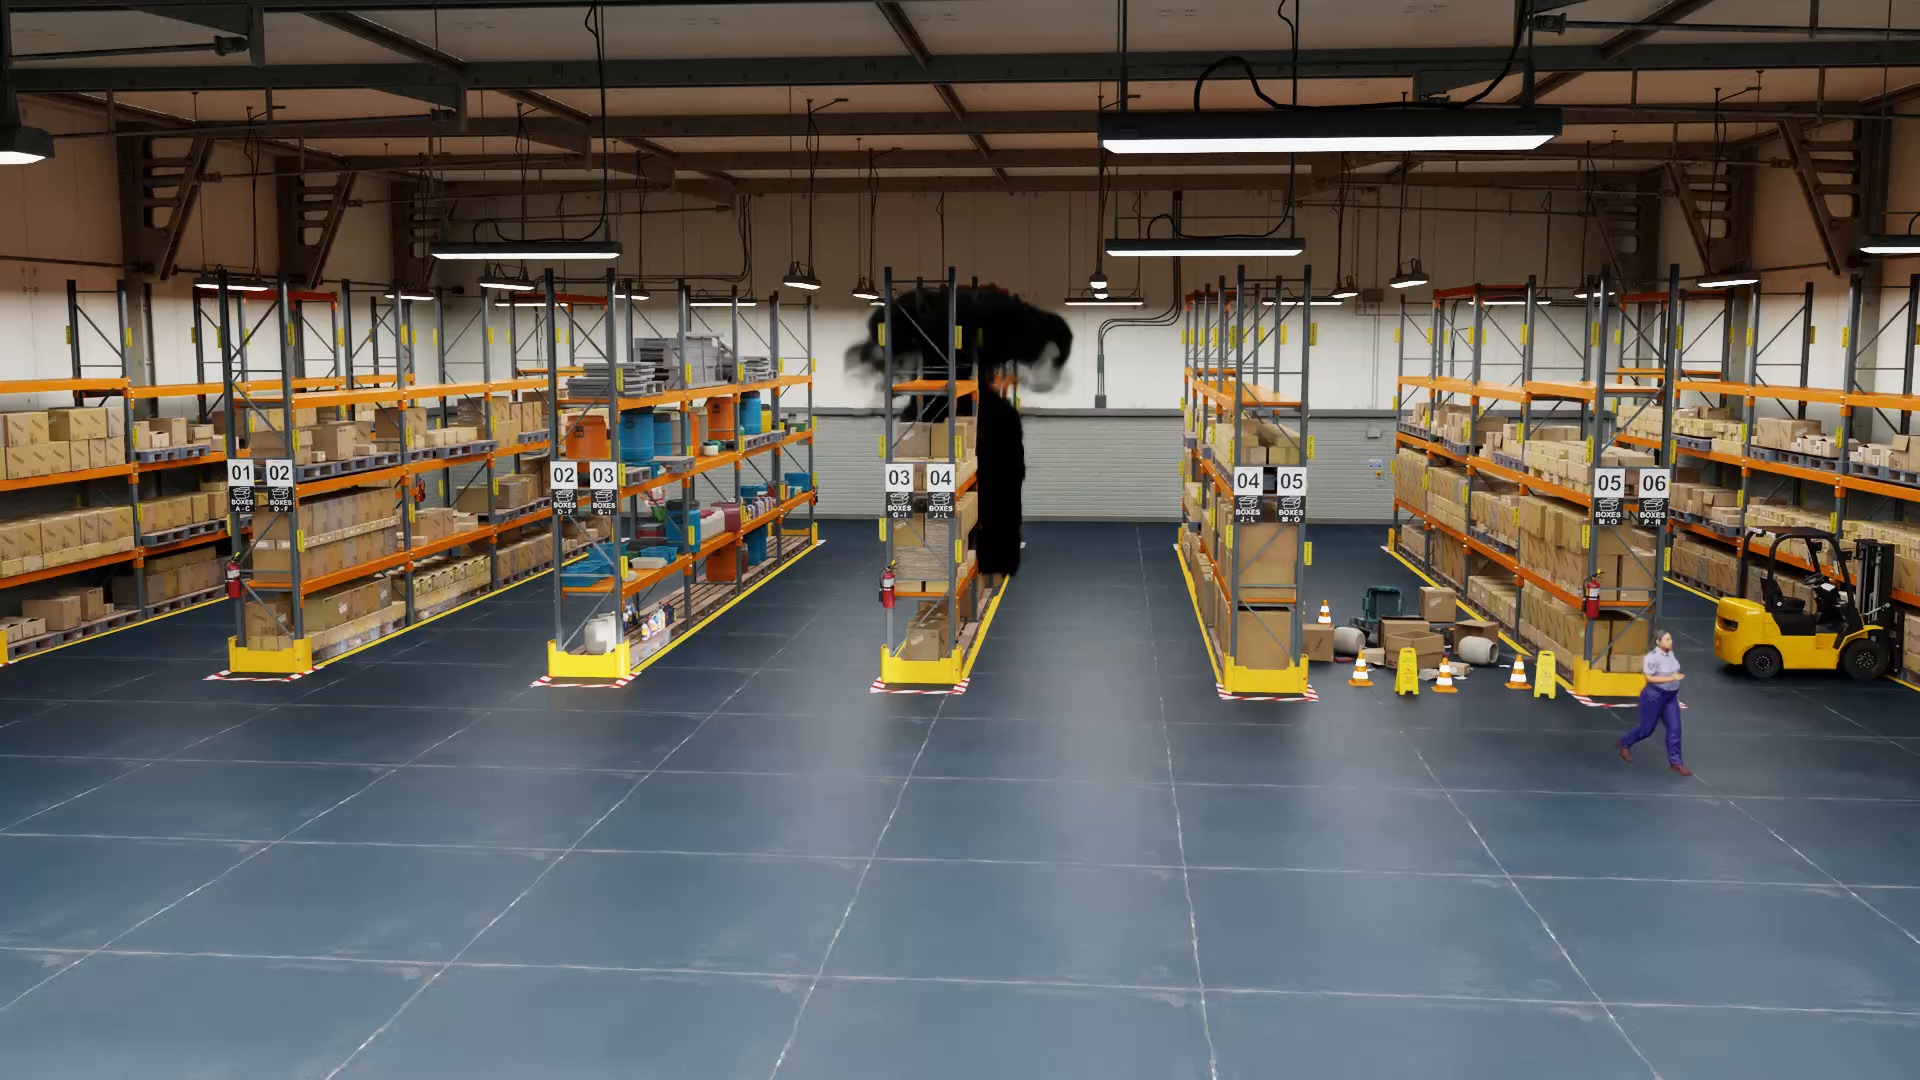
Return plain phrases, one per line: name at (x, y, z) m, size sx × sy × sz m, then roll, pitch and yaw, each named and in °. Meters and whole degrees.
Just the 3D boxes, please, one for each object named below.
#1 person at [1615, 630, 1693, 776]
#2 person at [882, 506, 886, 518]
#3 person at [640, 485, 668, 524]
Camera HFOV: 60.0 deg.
person at (8.050, 1.837, 19.175) m, size 0.607 × 1.625 × 0.938 m, roll -4°, pitch 8°, yaw -29°
person at (-1.277, -0.197, 33.926) m, size 0.668 × 1.702 × 0.657 m, roll 1°, pitch 7°, yaw 8°
person at (-7.436, -0.823, 40.808) m, size 0.661 × 1.751 × 0.624 m, roll -5°, pitch 9°, yaw -36°
